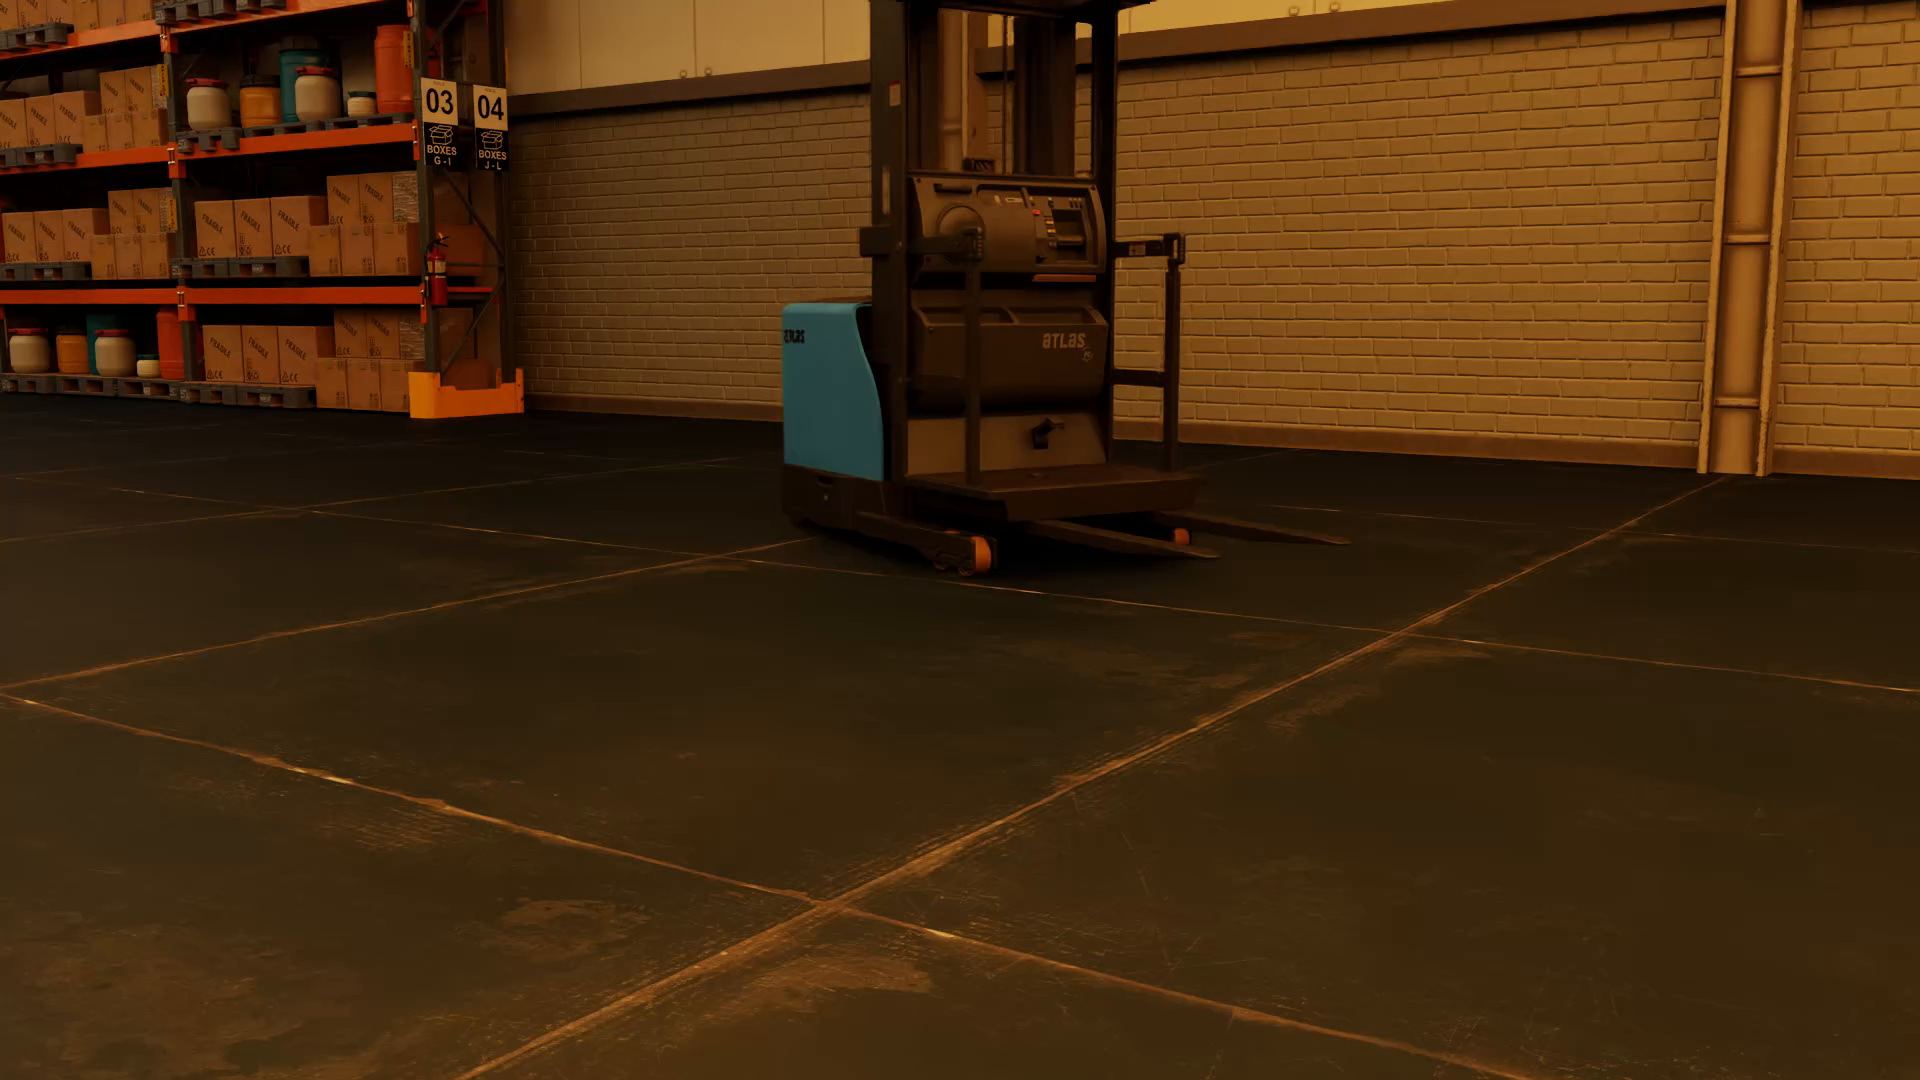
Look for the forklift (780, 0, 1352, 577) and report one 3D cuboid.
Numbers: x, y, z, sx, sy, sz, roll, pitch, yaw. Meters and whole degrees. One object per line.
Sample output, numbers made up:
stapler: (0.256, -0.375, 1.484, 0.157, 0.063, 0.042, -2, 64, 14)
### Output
forklift: (0.331, -1.378, 6.885, 1.130, 2.935, 3.031, -5, 9, -31)
